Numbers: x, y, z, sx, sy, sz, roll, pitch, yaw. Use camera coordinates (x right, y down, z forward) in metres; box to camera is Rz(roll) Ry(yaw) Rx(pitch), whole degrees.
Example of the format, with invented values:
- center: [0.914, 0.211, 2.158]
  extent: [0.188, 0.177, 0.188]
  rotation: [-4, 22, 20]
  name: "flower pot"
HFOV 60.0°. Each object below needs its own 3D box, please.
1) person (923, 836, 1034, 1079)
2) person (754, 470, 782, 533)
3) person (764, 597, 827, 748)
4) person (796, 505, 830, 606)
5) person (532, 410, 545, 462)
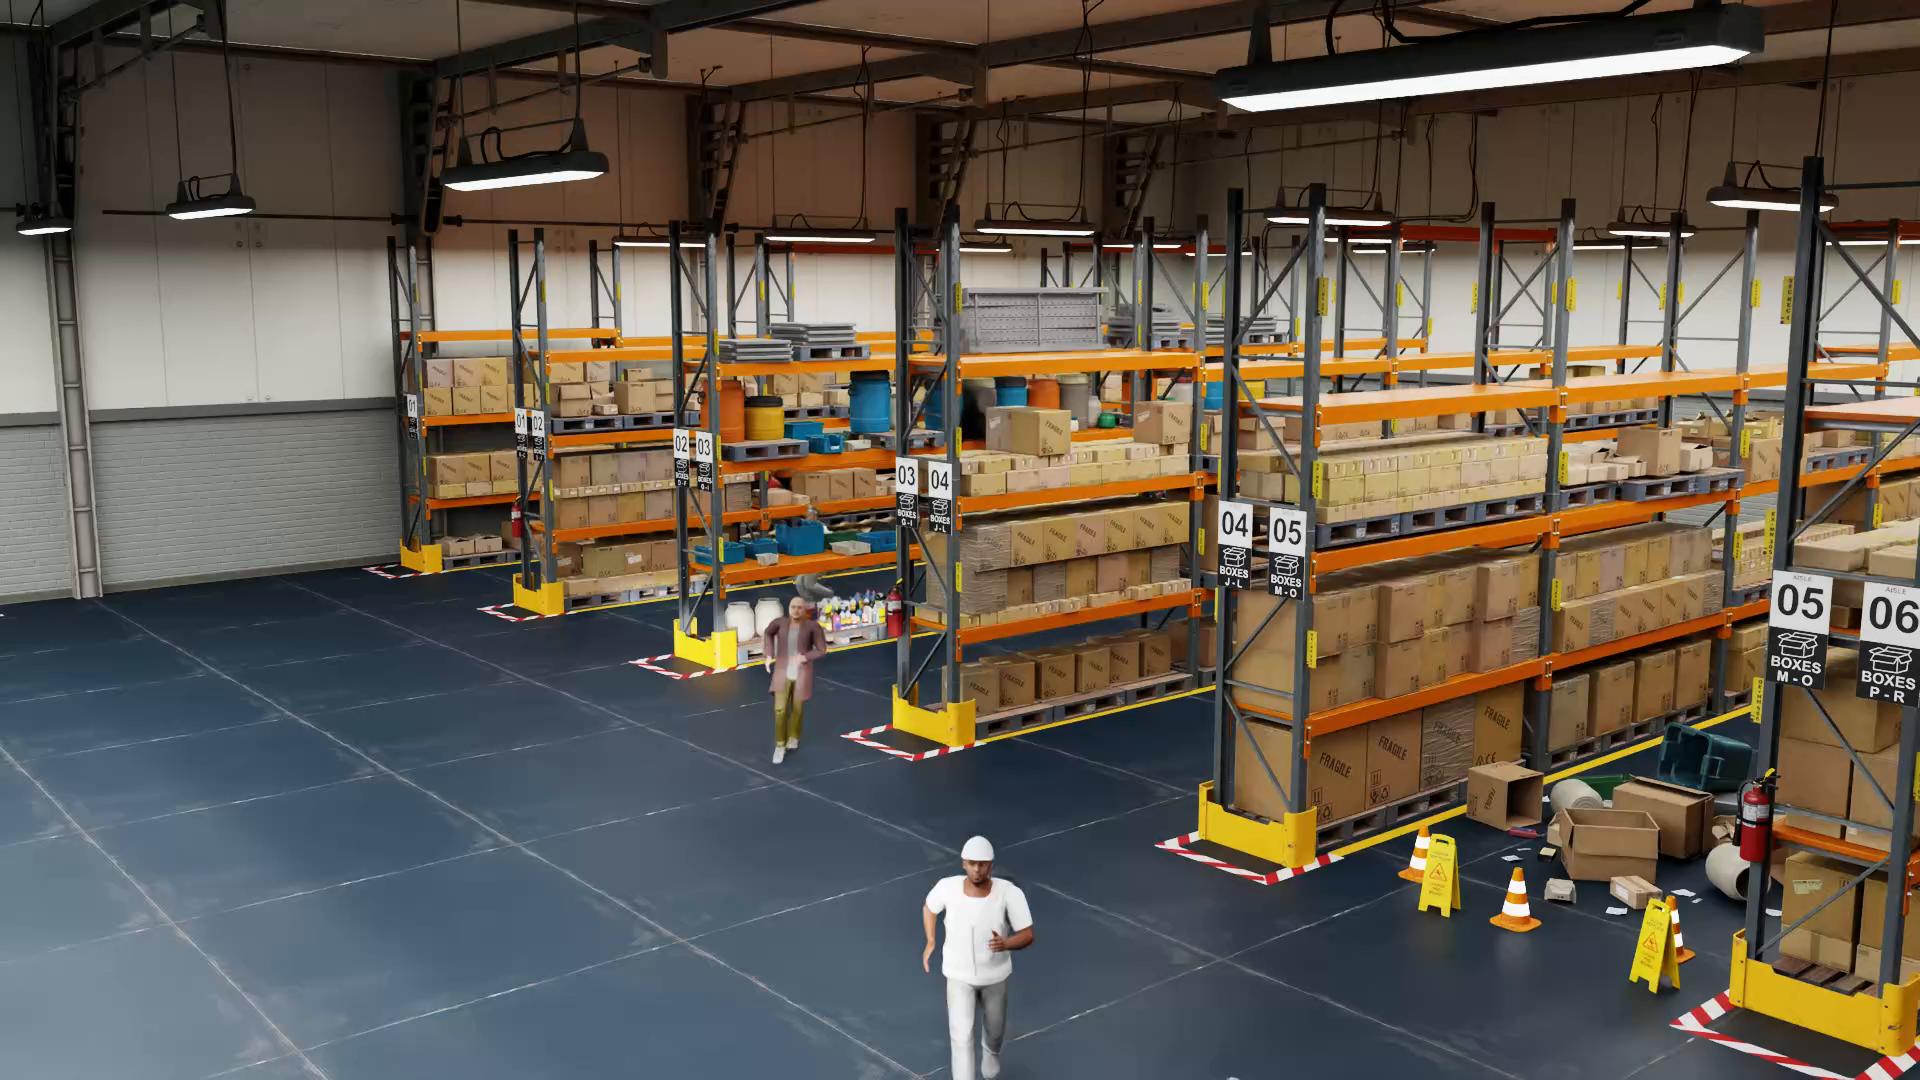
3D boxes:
- center: [0.109, 2.651, 10.382]
  extent: [0.700, 1.678, 0.821]
  rotation: [0, 9, 2]
  name: "person"
- center: [-3.652, -0.572, 32.032]
  extent: [0.573, 1.777, 0.867]
  rotation: [6, 11, 36]
  name: "person"
- center: [-1.808, 1.435, 18.238]
  extent: [0.701, 1.664, 0.733]
  rotation: [0, 9, -2]
  name: "person"
- center: [-2.375, 0.272, 26.078]
  extent: [0.486, 1.658, 0.661]
  rotation: [-8, 12, -42]
  name: "person"
- center: [-2.869, 1.229, 15.353]
  extent: [12.931, 3.179, 19.632]
  rotation: [2, 9, 14]
  name: "person"
